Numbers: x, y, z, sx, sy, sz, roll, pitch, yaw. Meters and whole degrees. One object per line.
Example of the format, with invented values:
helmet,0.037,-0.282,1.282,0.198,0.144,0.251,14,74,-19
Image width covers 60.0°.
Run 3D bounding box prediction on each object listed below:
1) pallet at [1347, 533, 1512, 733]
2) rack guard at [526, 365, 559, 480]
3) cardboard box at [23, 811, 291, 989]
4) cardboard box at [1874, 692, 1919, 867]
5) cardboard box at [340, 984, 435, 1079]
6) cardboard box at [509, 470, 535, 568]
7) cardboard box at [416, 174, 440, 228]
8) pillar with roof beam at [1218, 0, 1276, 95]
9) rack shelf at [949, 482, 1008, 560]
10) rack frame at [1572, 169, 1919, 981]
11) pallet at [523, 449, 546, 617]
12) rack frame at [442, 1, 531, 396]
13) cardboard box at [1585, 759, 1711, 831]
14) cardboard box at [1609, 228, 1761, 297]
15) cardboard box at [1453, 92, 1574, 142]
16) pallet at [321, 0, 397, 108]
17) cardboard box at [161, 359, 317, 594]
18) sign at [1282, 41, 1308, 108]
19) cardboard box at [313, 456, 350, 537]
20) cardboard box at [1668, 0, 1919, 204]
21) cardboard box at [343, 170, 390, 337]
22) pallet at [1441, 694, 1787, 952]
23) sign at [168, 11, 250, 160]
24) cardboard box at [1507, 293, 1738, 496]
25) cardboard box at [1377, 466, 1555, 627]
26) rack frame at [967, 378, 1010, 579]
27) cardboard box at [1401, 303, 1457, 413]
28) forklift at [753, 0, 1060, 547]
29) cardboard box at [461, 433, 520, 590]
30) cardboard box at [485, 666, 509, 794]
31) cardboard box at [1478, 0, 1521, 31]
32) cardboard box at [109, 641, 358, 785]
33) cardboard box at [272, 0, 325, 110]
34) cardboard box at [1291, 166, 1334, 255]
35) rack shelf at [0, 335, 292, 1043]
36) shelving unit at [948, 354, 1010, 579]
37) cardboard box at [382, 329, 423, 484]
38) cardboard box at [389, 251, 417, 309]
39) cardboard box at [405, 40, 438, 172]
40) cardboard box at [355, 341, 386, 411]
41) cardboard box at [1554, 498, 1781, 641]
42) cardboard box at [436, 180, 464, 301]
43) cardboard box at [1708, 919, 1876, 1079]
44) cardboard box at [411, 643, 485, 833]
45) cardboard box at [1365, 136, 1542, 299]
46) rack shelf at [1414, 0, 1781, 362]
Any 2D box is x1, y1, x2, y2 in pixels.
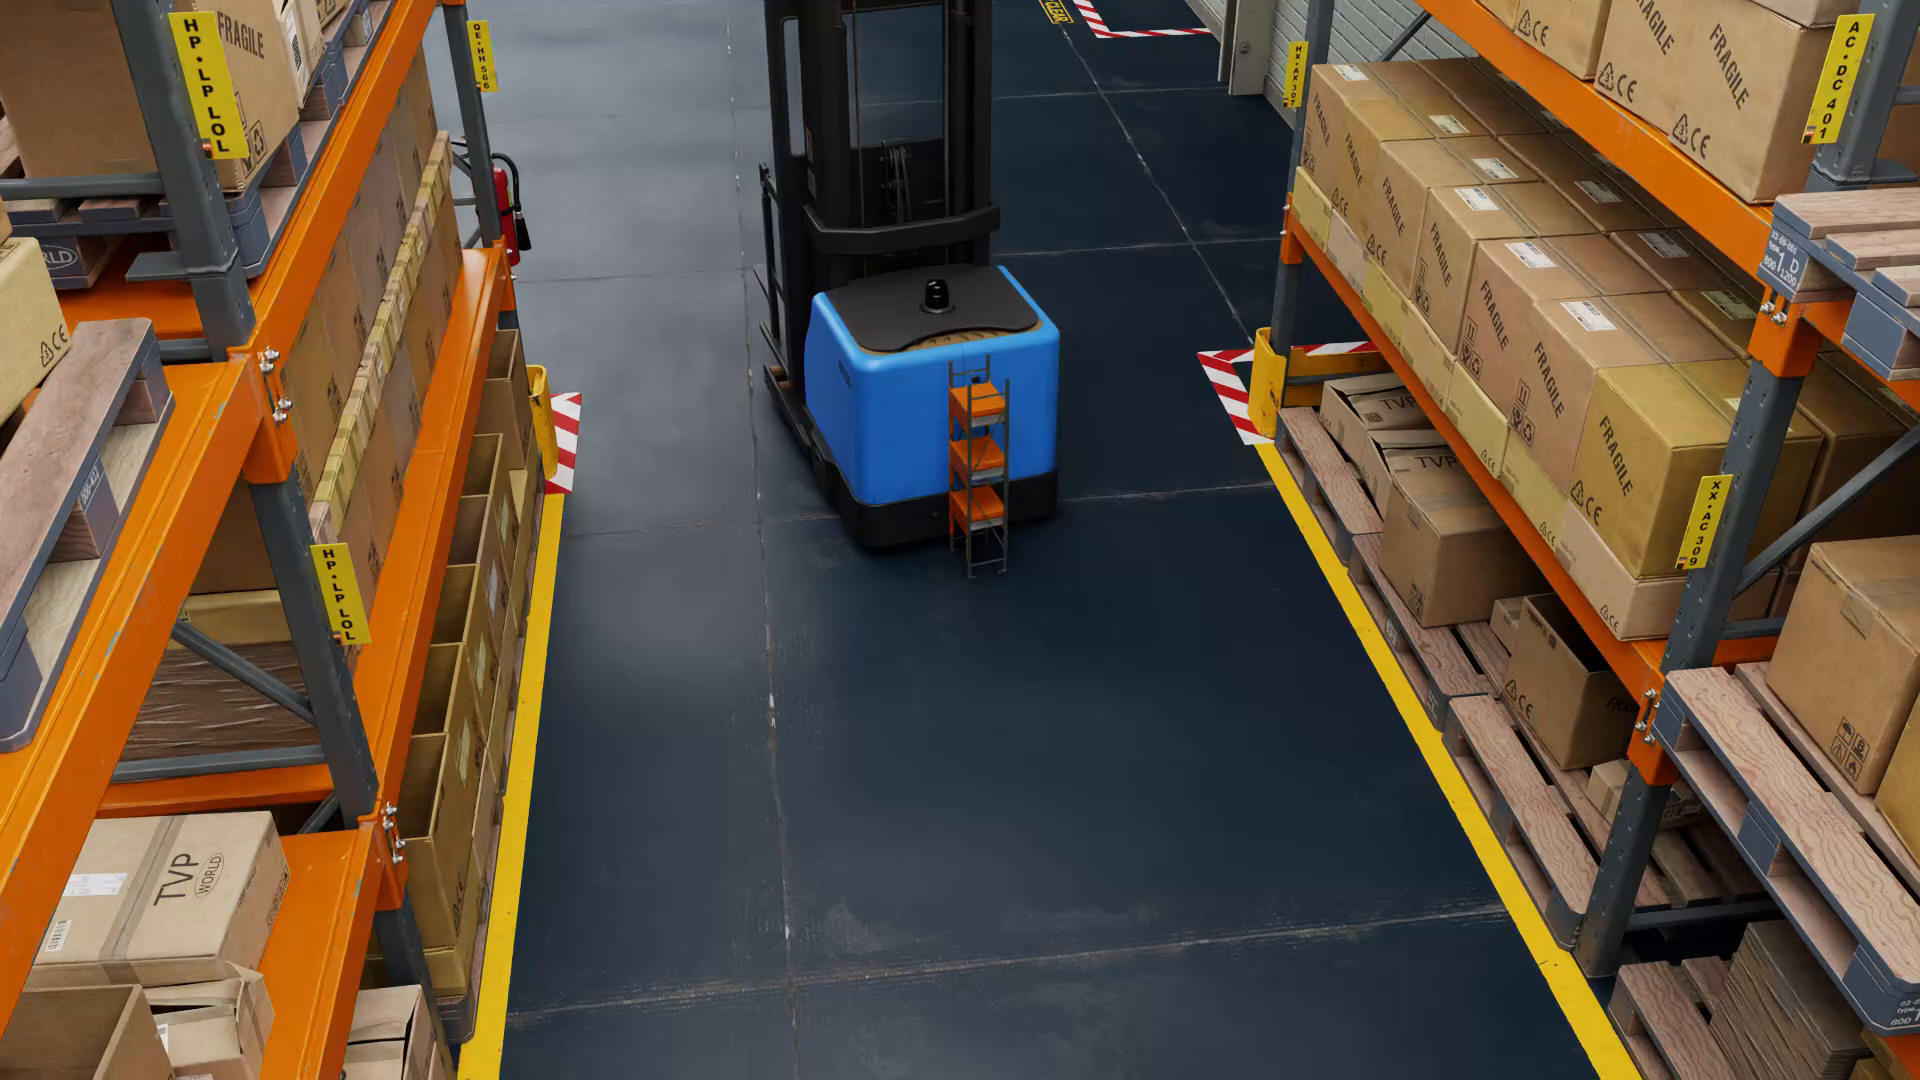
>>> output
pallet,2.434,0.360,7.535,1.003,0.211,1.213,-4,35,-6
rack guard,-2.722,-0.573,8.648,1.175,0.500,0.348,-4,35,-6
cardboard box,-2.071,0.973,4.292,0.500,0.250,0.500,-2,34,-3
cardboard box,2.830,0.638,4.171,0.700,0.500,0.500,-1,34,-1
cardboard box,-1.842,1.574,4.847,0.500,0.311,0.500,-4,35,-6
cardboard box,-2.275,-0.075,7.766,0.500,0.250,0.500,-4,35,-6
cardboard box,-2.408,-1.415,6.998,0.380,0.149,0.250,-5,35,-7
pillar with roof beam,-1.932,-7.146,10.746,9.100,9.000,0.400,-4,35,-6
rack shelf,0.087,-0.094,7.967,0.215,0.259,0.240,-12,36,-17
rack frame,2.727,0.262,5.202,1.000,3.000,0.127,-4,35,-6
pallet,-2.575,-0.017,8.088,1.003,0.211,1.213,-4,35,-6
rack frame,-2.719,-1.593,7.924,1.000,3.000,0.127,-4,35,-6
cardboard box,2.626,0.955,6.311,0.380,0.166,0.250,-9,35,-13
cardboard box,2.744,-0.840,6.268,0.500,0.500,0.500,-3,34,-5
cardboard box,2.521,-1.698,7.527,0.500,0.500,0.500,-4,34,-6
pallet,-2.482,-1.717,5.521,1.003,0.211,1.213,-4,35,-6
cardboard box,-2.247,-0.185,4.618,0.700,0.500,0.500,-4,34,-6
sign,1.652,-2.287,8.173,0.100,0.325,0.005,-4,35,-6
cardboard box,-2.096,-0.119,5.096,0.380,0.149,0.250,-5,35,-8
cardboard box,2.414,-1.292,4.712,0.500,0.500,0.500,-3,34,-5
cardboard box,-2.449,-1.026,5.851,0.700,0.500,0.500,-4,35,-6
pallet,2.602,1.042,6.533,1.003,0.211,1.213,-4,35,-6
sign,-1.645,-0.991,3.638,0.100,0.325,0.005,-4,35,-6
cardboard box,2.284,-0.513,5.788,0.500,0.500,0.500,-5,35,-7
cardboard box,2.319,0.005,7.408,0.700,0.500,0.500,-6,35,-9
rack frame,0.129,-0.269,7.711,0.200,1.050,0.008,-12,36,-17
cardboard box,2.153,-0.765,6.824,0.500,0.250,0.500,-4,34,-6
forklift,-0.473,-2.002,8.585,1.130,2.935,3.031,-11,36,-16
cardboard box,-2.203,-0.107,7.146,0.500,0.500,0.500,-4,35,-6
cardboard box,-2.067,0.761,6.538,0.500,0.250,0.500,-4,35,-6
cardboard box,2.190,-2.165,5.993,0.500,0.500,0.500,-2,34,-3
cardboard box,-2.247,0.351,4.983,0.700,0.500,0.500,-5,35,-8
cardboard box,-2.060,-1.397,4.555,0.500,0.311,0.500,-6,35,-9
cardboard box,1.940,-1.620,8.079,0.500,0.250,0.500,-5,35,-8
rack shelf,-1.912,0.813,2.369,1.077,0.370,4.000,-4,35,-6
shelving unit,0.087,-0.333,7.806,0.215,1.050,0.252,-12,36,-17
cardboard box,-2.458,-0.509,6.245,0.700,0.500,0.500,-3,34,-5
cardboard box,-2.303,-0.981,6.361,0.380,0.149,0.250,-3,34,-5
cardboard box,-2.662,-1.879,7.103,0.700,0.500,0.500,-4,35,-6
cardboard box,-2.203,-0.554,5.734,0.380,0.149,0.250,-5,35,-8
cardboard box,2.363,0.074,5.593,0.500,0.250,0.500,-4,35,-6
cardboard box,-2.669,-1.373,7.512,0.700,0.500,0.500,-4,35,-6
cardboard box,2.843,1.523,5.181,0.700,0.500,0.500,-3,34,-5
cardboard box,-2.008,0.731,5.917,0.500,0.500,0.500,-4,35,-6
cardboard box,2.075,-1.372,7.049,0.500,0.500,0.500,-5,35,-8
rack shelf,2.458,-1.796,6.198,1.077,0.370,4.000,-4,35,-6
